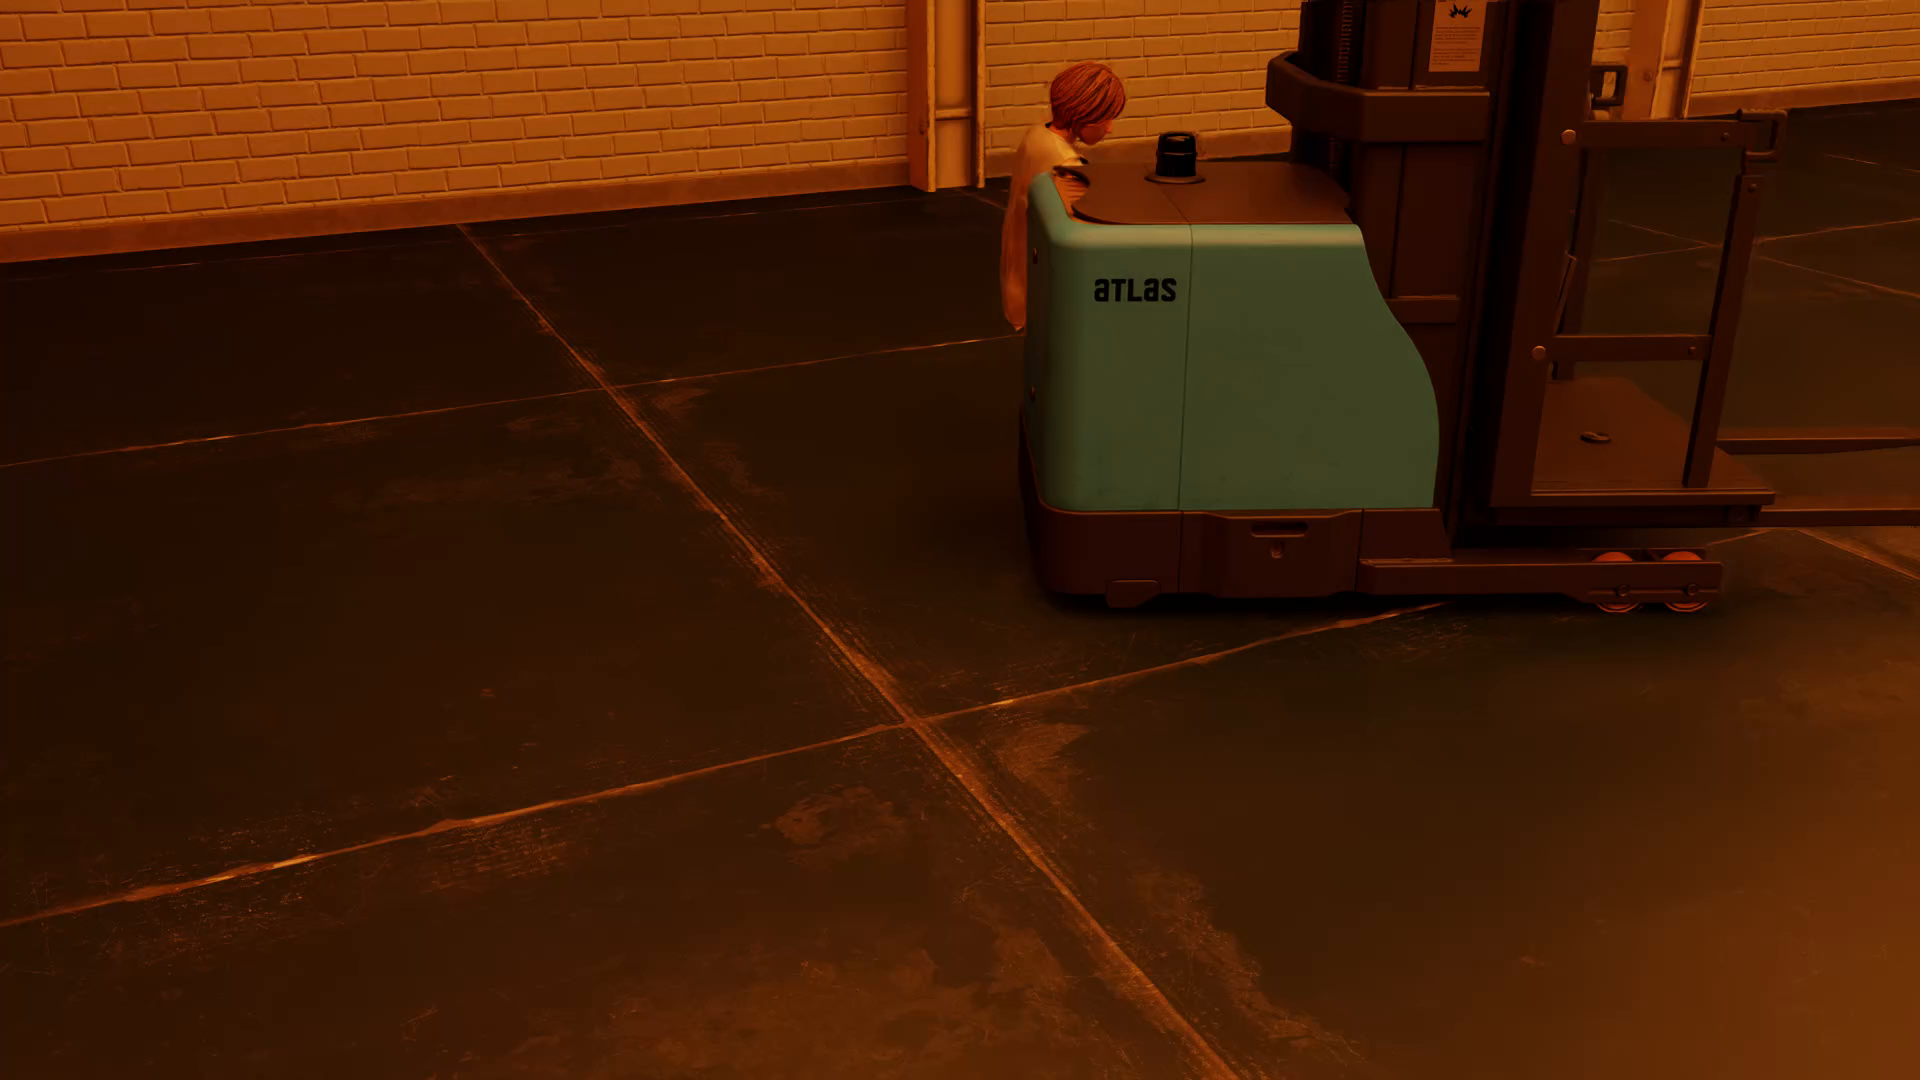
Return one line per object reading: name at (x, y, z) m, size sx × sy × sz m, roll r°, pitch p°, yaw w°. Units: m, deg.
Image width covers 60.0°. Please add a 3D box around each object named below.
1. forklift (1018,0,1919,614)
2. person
forklift at (1.717, -1.354, 4.545) m, size 3.031 × 2.935 × 1.130 m, roll -1°, pitch 23°, yaw -2°
person at (0.477, -0.811, 5.247) m, size 0.689 × 1.364 × 0.846 m, roll -2°, pitch 23°, yaw -4°
